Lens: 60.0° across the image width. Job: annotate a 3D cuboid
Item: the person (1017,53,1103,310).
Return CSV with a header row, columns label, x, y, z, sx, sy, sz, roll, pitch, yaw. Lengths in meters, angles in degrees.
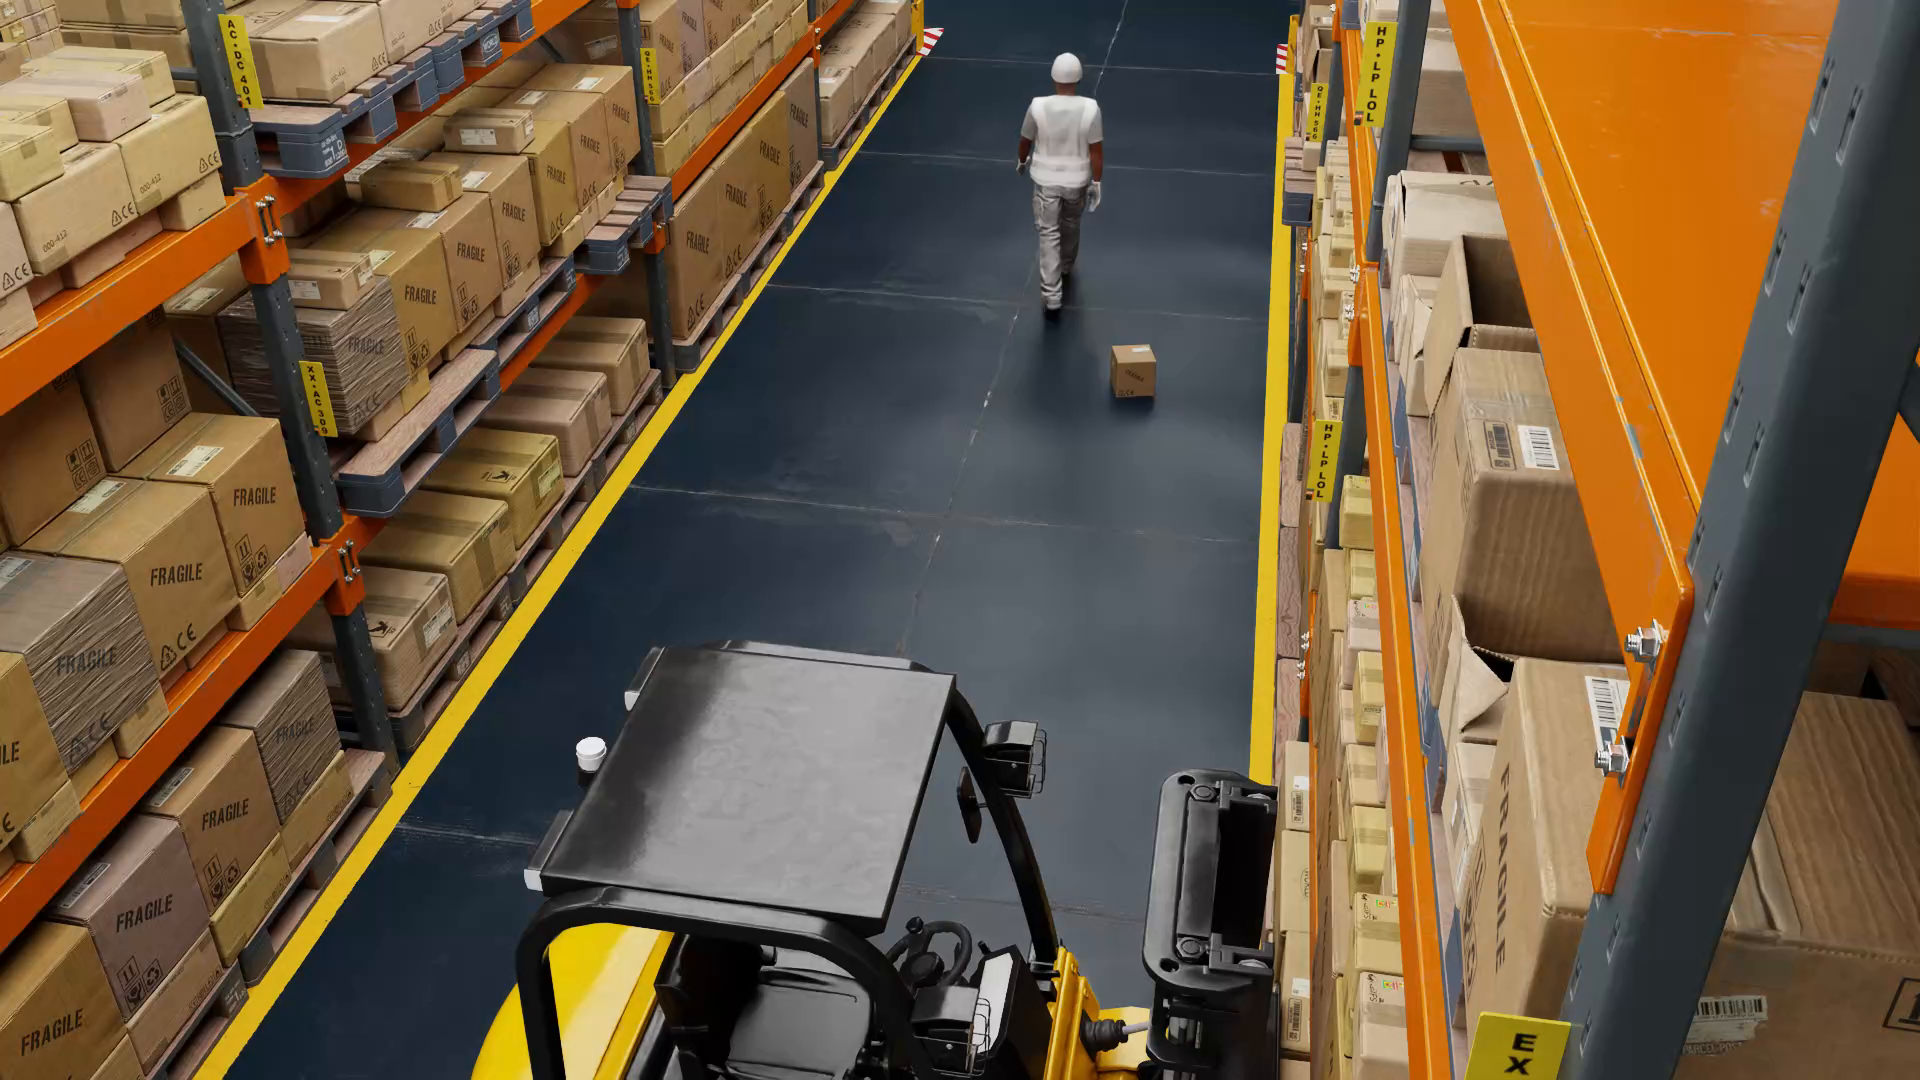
label,x,y,z,sx,sy,sz,roll,pitch,yaw
person,0.693,-2.578,11.724,0.566,1.736,1.067,-2,32,-3
